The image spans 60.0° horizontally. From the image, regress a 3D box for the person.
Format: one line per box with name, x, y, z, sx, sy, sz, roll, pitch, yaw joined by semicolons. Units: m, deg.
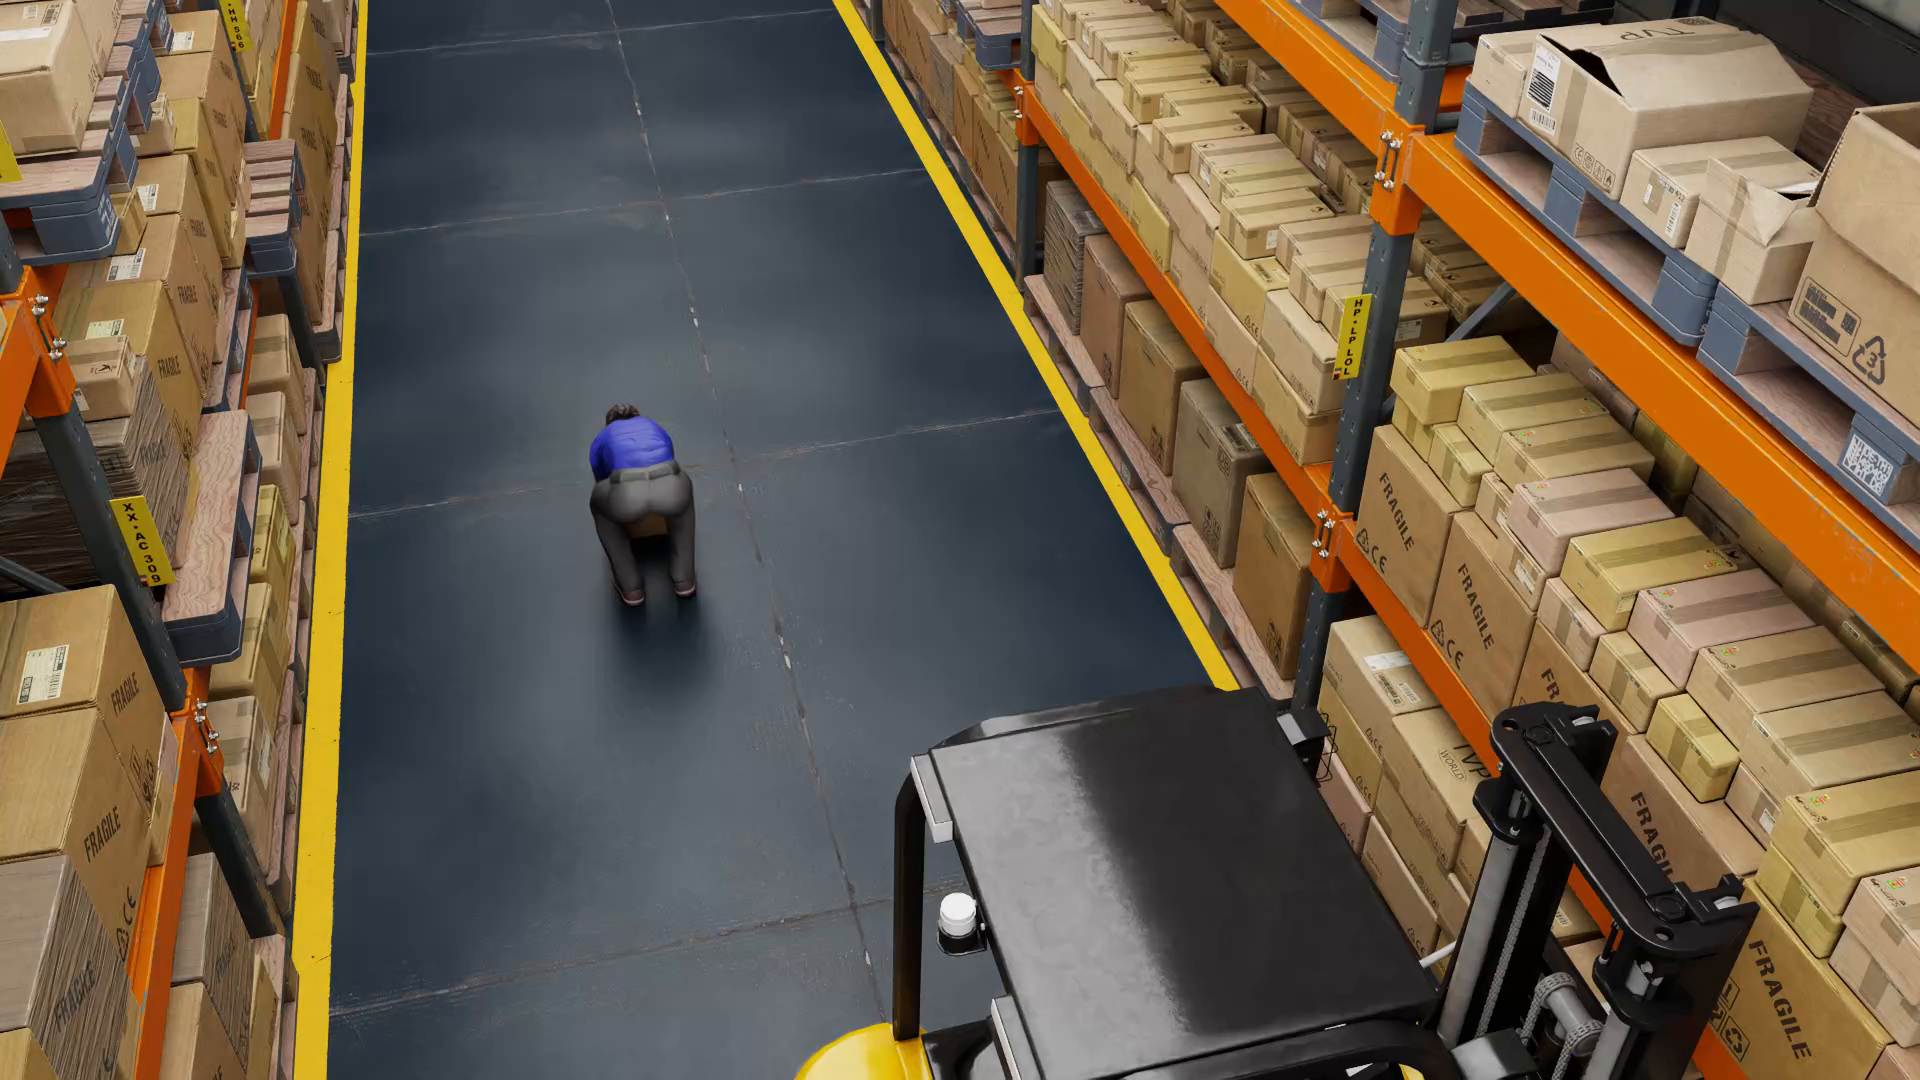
person;-1.470;-0.195;7.668;0.472;0.803;0.858;-11;40;-14
